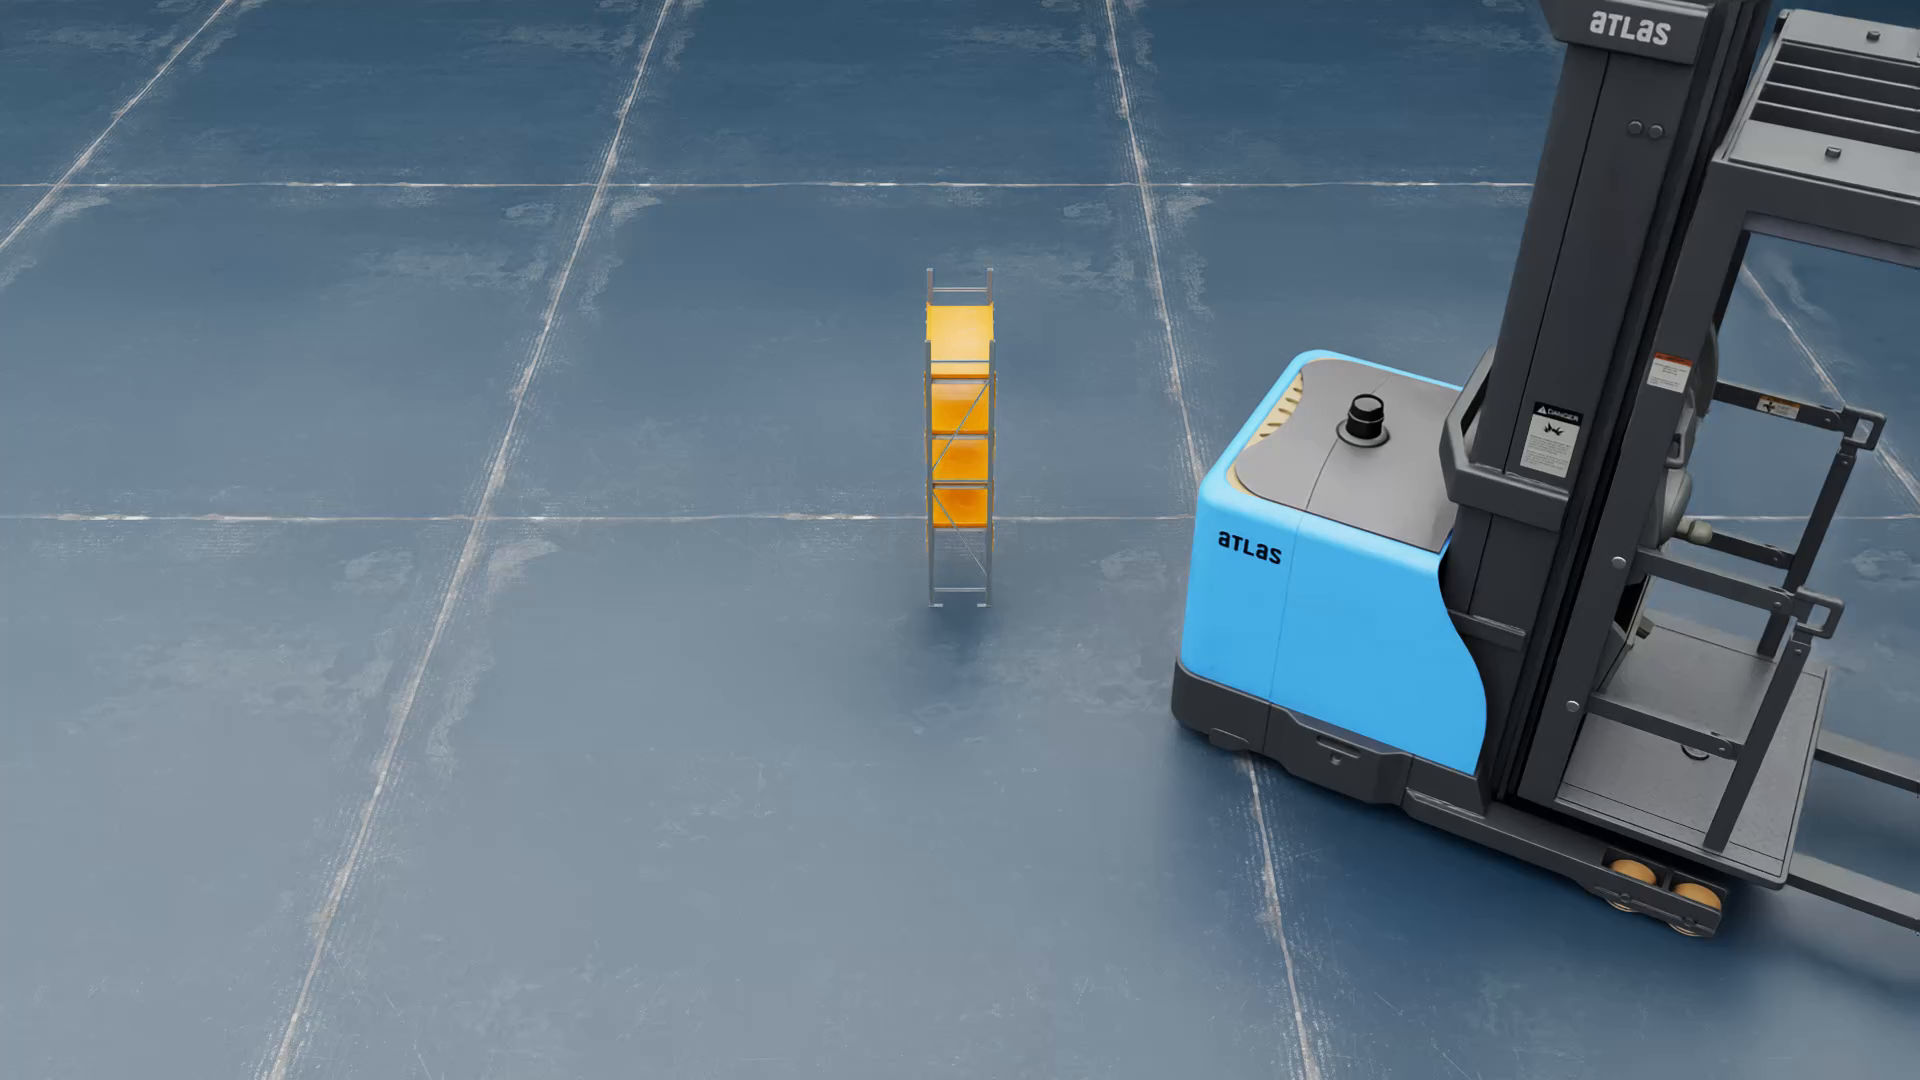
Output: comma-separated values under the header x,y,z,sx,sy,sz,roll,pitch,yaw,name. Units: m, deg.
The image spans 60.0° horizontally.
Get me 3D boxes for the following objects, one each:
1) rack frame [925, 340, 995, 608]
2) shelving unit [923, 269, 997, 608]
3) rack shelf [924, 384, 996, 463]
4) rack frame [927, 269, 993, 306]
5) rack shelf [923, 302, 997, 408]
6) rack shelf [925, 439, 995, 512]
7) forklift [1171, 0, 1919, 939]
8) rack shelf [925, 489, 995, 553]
x,y,z,sx,sy,sz,roll,pitch,yaw,name
0.000,-0.212,6.055,0.240,1.200,0.015,0,39,0,rack frame
0.000,-0.365,6.246,0.258,1.200,0.503,0,39,0,shelving unit
0.000,-0.487,6.148,0.258,0.148,0.480,0,39,0,rack shelf
0.000,-0.517,6.436,0.240,1.200,0.015,0,39,0,rack frame
0.000,-0.671,6.000,0.258,0.148,0.480,0,39,0,rack shelf
0.000,-0.312,6.288,0.258,0.148,0.480,0,39,0,rack shelf
2.286,-0.288,4.765,3.031,2.935,1.130,19,43,22,forklift
0.000,-0.157,6.412,0.258,0.148,0.480,0,39,0,rack shelf
